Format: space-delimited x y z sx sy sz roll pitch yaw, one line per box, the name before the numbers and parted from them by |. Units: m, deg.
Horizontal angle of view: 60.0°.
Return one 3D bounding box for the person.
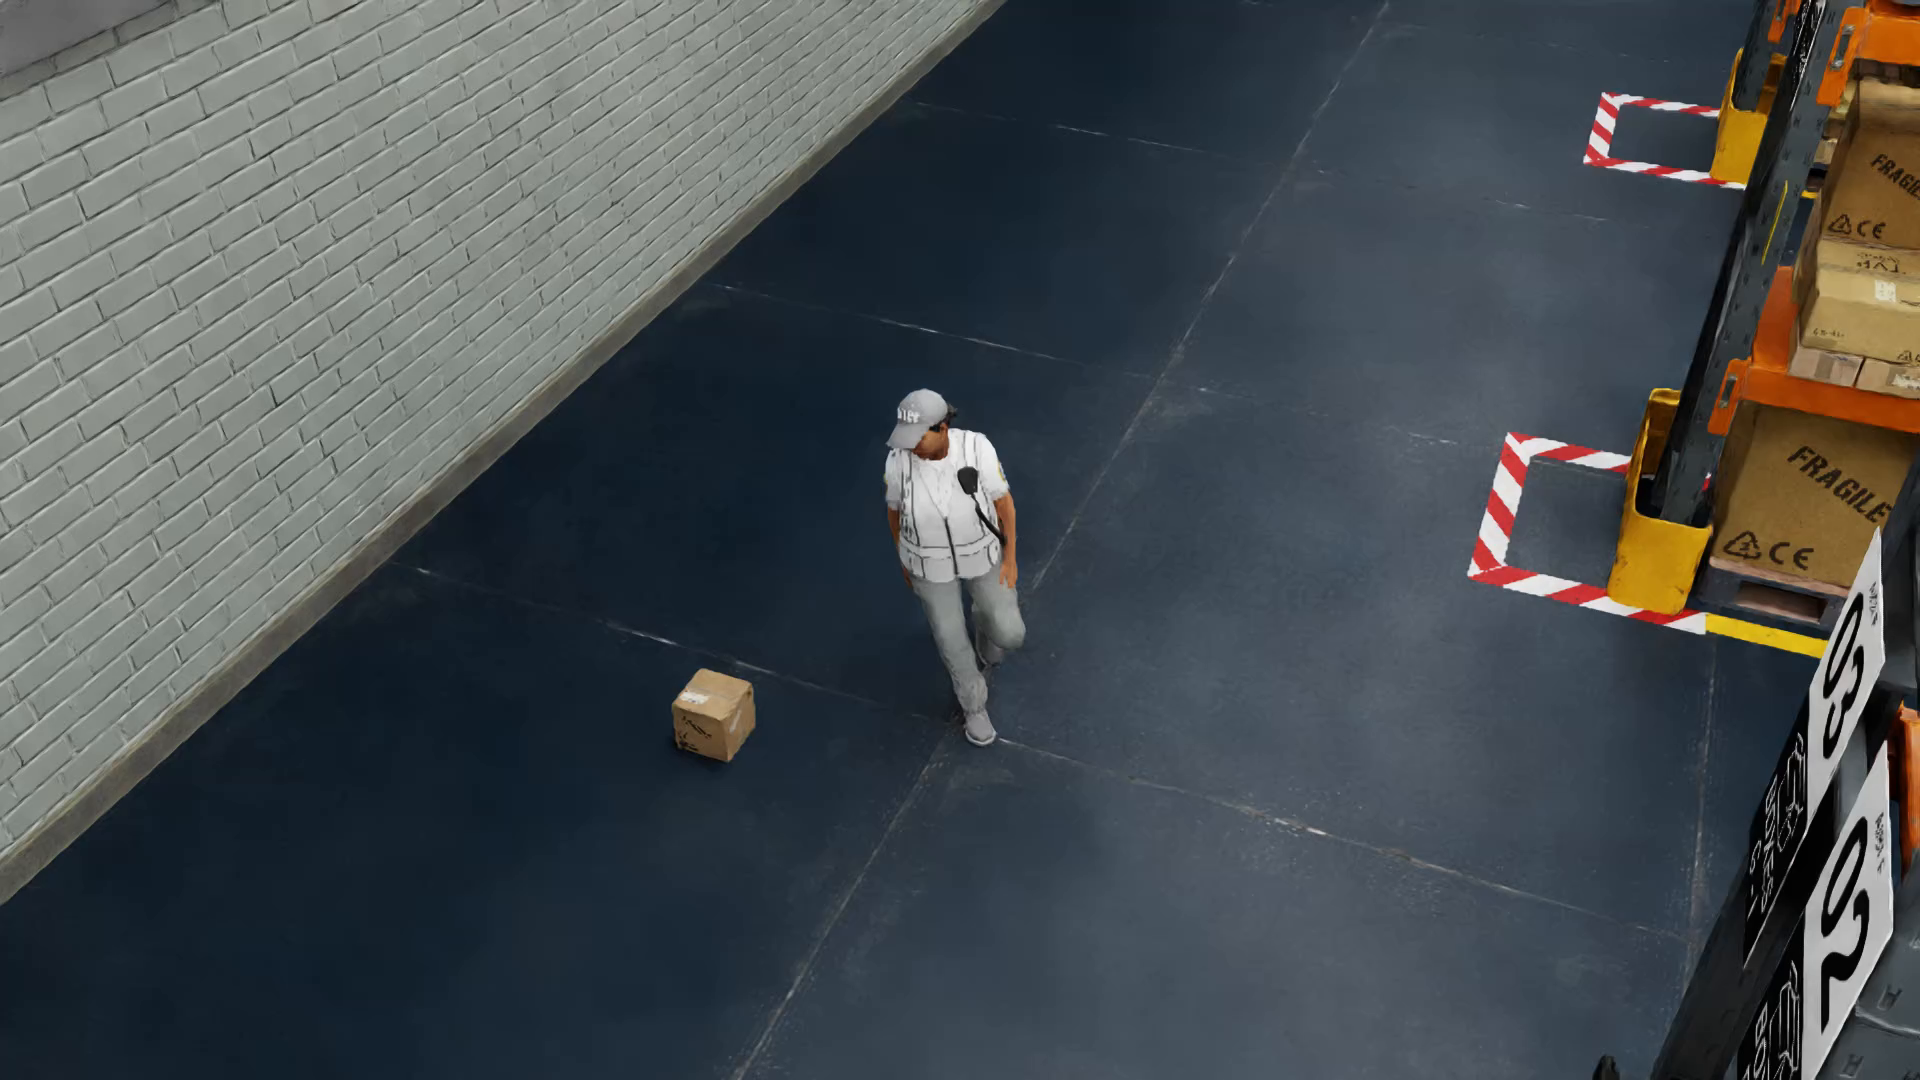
person | -0.020 0.058 6.768 0.555 1.624 0.614 -3 38 -4
